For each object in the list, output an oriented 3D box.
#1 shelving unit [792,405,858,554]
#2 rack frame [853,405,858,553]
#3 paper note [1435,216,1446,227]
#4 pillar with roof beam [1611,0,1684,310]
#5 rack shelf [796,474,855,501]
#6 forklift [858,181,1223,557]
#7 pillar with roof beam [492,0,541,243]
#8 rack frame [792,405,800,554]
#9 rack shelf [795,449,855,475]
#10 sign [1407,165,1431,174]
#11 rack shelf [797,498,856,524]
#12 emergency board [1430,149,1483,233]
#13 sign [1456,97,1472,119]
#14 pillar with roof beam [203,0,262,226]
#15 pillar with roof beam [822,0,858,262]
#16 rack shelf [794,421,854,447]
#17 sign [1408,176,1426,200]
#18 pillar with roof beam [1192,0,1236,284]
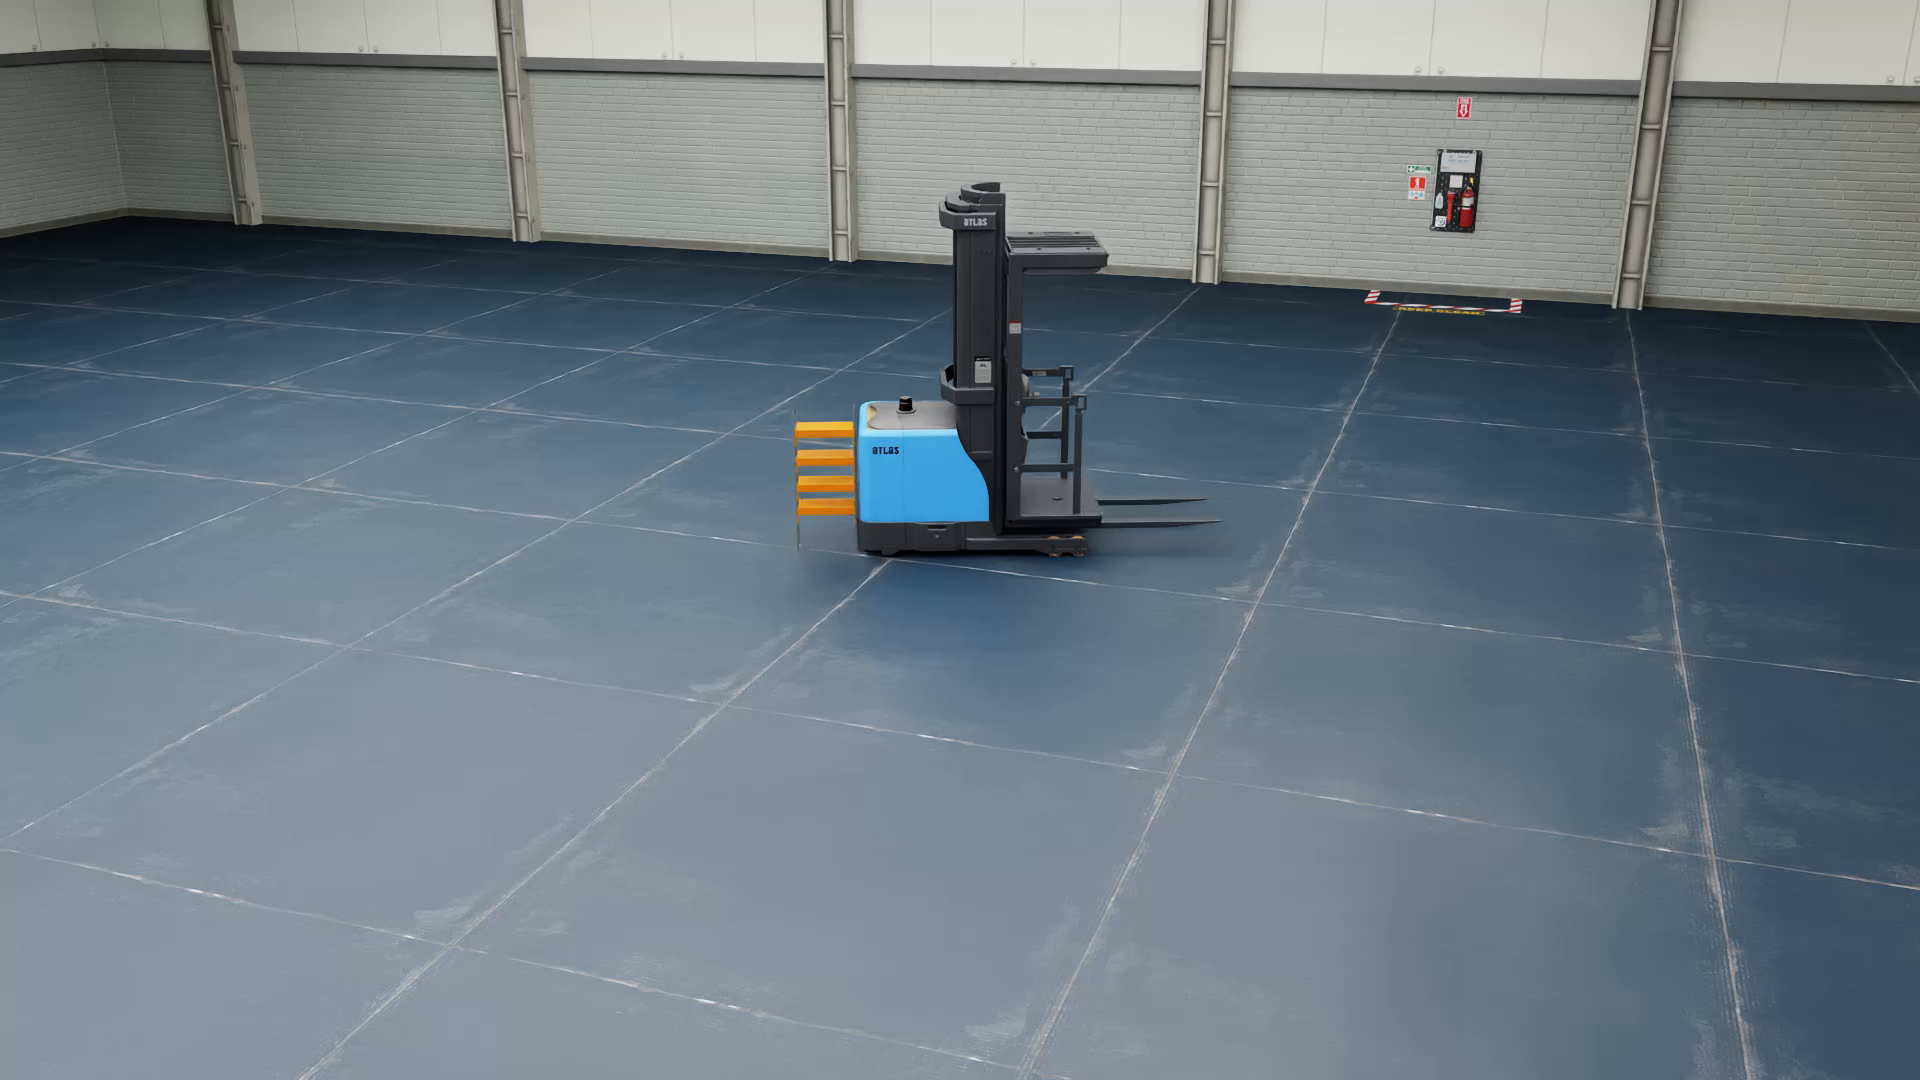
[{"bbox_3d":[-1.101,-0.496,13.677,0.503,1.200,0.258,-1,19,-2],"label":"shelving unit"},{"bbox_3d":[-0.857,-0.500,13.687,0.015,1.200,0.240,-1,19,-2],"label":"rack frame"},{"bbox_3d":[6.968,-4.616,24.099,0.142,0.148,0.016,7,20,18],"label":"paper note"},{"bbox_3d":[8.021,-6.206,18.210,0.400,9.000,9.100,7,20,18],"label":"pillar with roof beam"},{"bbox_3d":[-1.101,-0.433,13.699,0.480,0.148,0.258,-1,19,-2],"label":"rack shelf"},{"bbox_3d":[0.667,-1.421,13.701,3.031,2.935,1.130,-1,19,-2],"label":"forklift"},{"bbox_3d":[-8.982,-8.151,23.788,0.400,9.000,9.100,7,20,18],"label":"pillar with roof beam"},{"bbox_3d":[-1.345,-0.493,13.667,0.015,1.200,0.240,-1,19,-2],"label":"rack frame"},{"bbox_3d":[-1.101,-0.644,13.626,0.480,0.148,0.258,-1,19,-2],"label":"rack shelf"},{"bbox_3d":[6.625,-5.347,23.998,0.331,0.109,0.001,7,20,18],"label":"sign"},{"bbox_3d":[-1.101,-0.245,13.765,0.480,0.148,0.258,-1,19,-2],"label":"rack shelf"},{"bbox_3d":[7.112,-4.991,23.837,0.643,1.169,0.194,7,20,18],"label":"emergency board"},{"bbox_3d":[7.137,-6.117,23.547,0.199,0.298,0.001,7,20,18],"label":"sign"},{"bbox_3d":[-14.650,-8.799,25.647,0.400,9.000,9.100,7,20,18],"label":"pillar with roof beam"},{"bbox_3d":[-3.314,-7.503,21.929,0.400,9.000,9.100,7,20,18],"label":"pillar with roof beam"},{"bbox_3d":[-1.101,-0.867,13.548,0.480,0.148,0.258,-1,19,-2],"label":"rack shelf"},{"bbox_3d":[6.624,-5.100,24.095,0.234,0.329,0.001,7,20,18],"label":"sign"},{"bbox_3d":[2.353,-6.855,20.069,0.400,9.000,9.100,7,20,18],"label":"pillar with roof beam"}]
